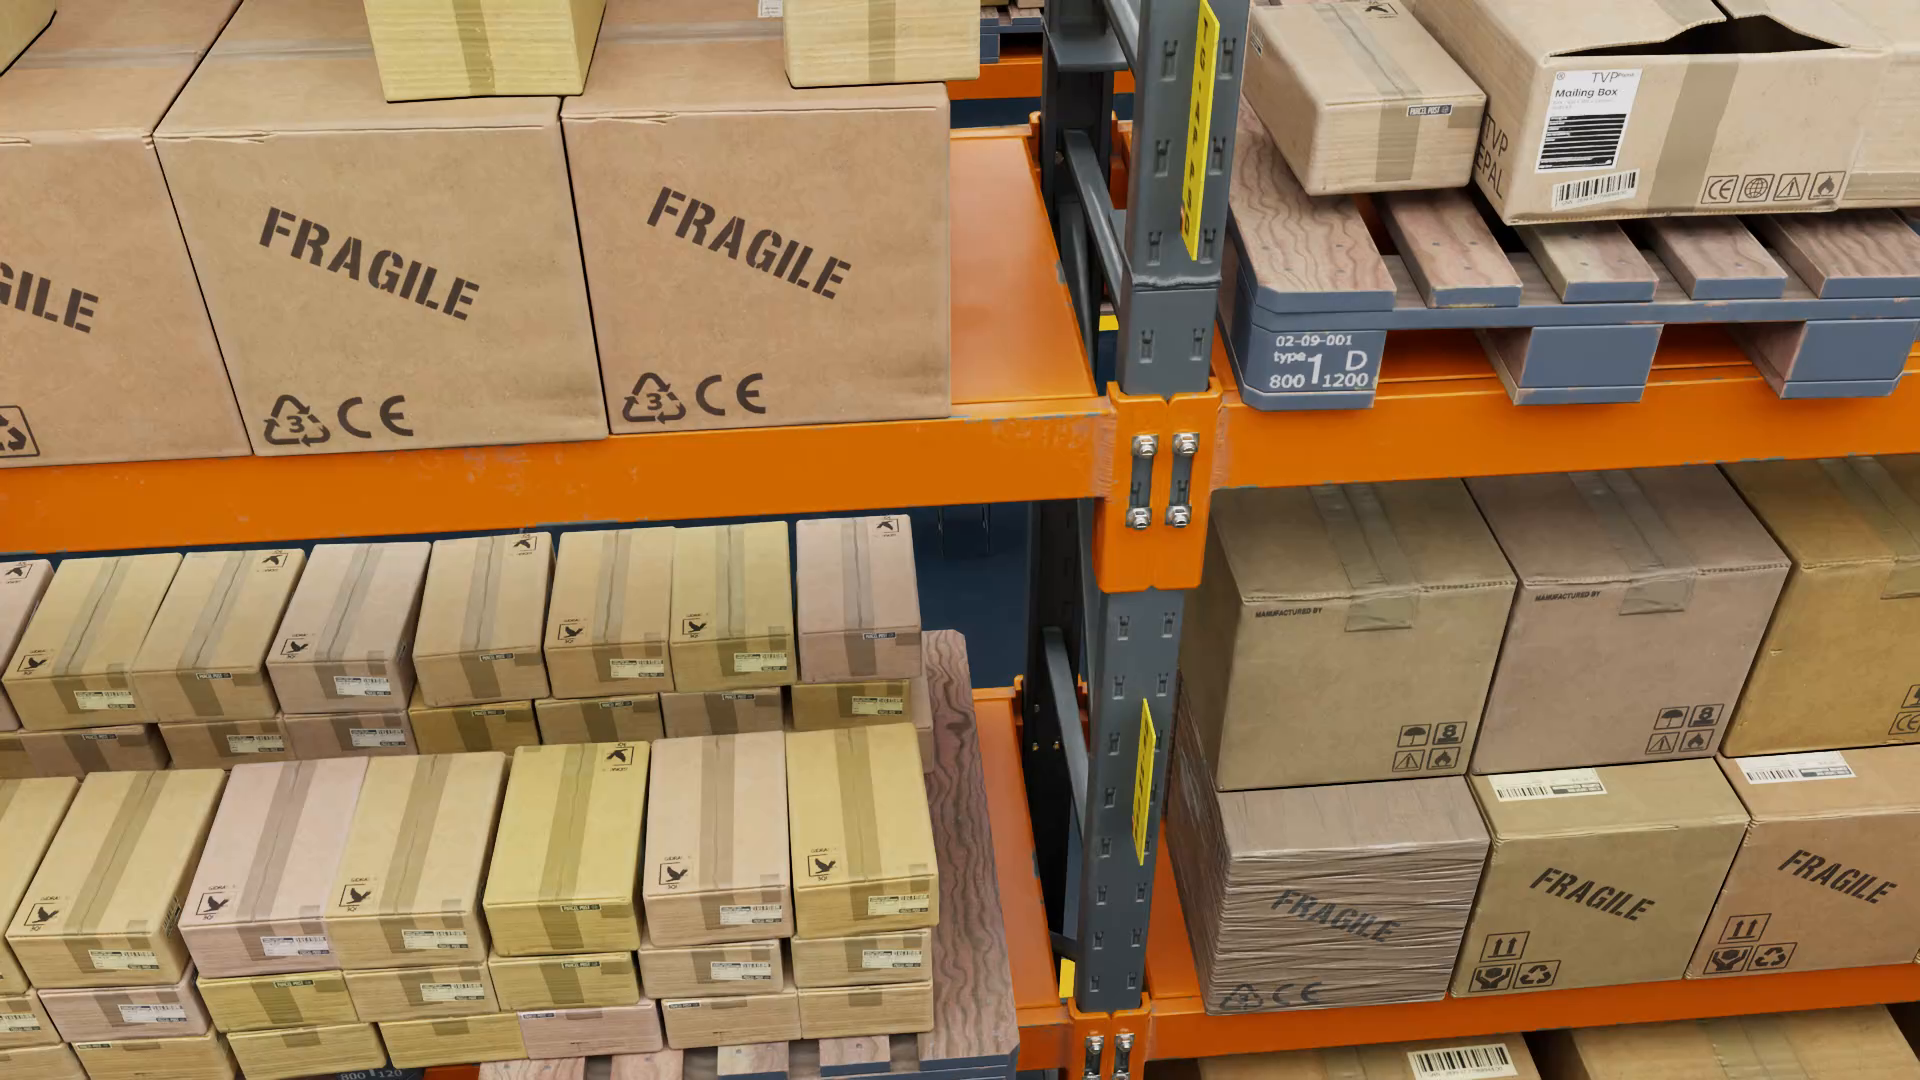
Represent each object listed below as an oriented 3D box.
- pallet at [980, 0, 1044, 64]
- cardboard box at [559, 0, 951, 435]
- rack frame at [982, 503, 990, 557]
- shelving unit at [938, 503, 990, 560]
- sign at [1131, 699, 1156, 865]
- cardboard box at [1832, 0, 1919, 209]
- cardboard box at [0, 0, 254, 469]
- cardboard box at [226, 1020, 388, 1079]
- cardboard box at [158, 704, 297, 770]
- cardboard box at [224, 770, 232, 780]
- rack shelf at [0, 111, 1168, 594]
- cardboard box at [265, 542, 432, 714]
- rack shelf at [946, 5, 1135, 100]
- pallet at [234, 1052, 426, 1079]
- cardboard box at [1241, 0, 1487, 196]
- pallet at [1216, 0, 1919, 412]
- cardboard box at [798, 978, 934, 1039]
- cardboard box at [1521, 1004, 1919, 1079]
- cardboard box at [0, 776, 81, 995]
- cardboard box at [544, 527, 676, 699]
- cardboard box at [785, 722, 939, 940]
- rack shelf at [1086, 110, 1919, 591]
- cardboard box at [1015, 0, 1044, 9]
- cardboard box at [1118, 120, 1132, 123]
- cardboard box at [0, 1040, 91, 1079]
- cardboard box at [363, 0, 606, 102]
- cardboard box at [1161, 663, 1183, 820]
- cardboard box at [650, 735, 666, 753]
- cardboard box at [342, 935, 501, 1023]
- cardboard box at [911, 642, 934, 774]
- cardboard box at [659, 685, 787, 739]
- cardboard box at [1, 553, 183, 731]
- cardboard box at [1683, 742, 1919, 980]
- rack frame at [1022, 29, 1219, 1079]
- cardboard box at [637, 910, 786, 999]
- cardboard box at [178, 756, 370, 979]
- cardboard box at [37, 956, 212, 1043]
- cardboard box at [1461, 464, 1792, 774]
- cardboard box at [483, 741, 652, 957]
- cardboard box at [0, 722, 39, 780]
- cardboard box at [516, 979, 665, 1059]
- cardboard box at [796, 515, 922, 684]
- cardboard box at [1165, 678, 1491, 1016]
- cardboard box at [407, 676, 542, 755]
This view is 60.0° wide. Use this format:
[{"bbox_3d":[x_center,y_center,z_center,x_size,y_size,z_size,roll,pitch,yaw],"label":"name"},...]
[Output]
[{"bbox_3d":[0.424,-2.563,7.731,1.003,0.211,1.213,-3,38,-4],"label":"pallet"},{"bbox_3d":[-0.283,-0.513,2.477,0.500,0.500,0.500,-3,38,-4],"label":"cardboard box"},{"bbox_3d":[0.106,-0.477,6.386,0.006,1.200,0.240,-3,38,-4],"label":"rack frame"},{"bbox_3d":[0.014,-0.472,6.379,0.189,1.200,0.258,-3,38,-4],"label":"shelving unit"},{"bbox_3d":[0.320,0.426,2.917,0.005,0.325,0.100,-3,38,-4],"label":"sign"},{"bbox_3d":[1.502,-0.739,2.545,0.500,0.250,0.500,-2,38,-3],"label":"cardboard box"},{"bbox_3d":[-1.279,-0.453,2.400,0.500,0.500,0.500,-3,38,-4],"label":"cardboard box"},{"bbox_3d":[-1.208,0.814,3.161,0.250,0.149,0.380,-5,39,-6],"label":"cardboard box"},{"bbox_3d":[-1.519,0.307,3.563,0.250,0.149,0.380,-3,38,-4],"label":"cardboard box"},{"bbox_3d":[-1.521,0.423,3.656,0.250,0.149,0.380,-3,38,-3],"label":"cardboard box"},{"bbox_3d":[-1.729,-0.270,2.830,4.000,0.370,1.077,-3,38,-4],"label":"rack shelf"},{"bbox_3d":[-1.260,0.179,3.485,0.250,0.149,0.380,-1,38,-2],"label":"cardboard box"},{"bbox_3d":[1.716,-2.360,7.901,4.000,0.370,1.077,-3,38,-4],"label":"rack shelf"},{"bbox_3d":[-1.705,0.725,3.565,1.213,0.211,1.003,-3,38,-4],"label":"pallet"},{"bbox_3d":[0.610,-0.687,2.561,0.250,0.149,0.380,-5,39,-6],"label":"cardboard box"},{"bbox_3d":[0.900,-0.656,2.891,1.003,0.211,1.213,-1,38,-2],"label":"pallet"},{"bbox_3d":[-0.188,0.760,3.229,0.250,0.149,0.380,-3,38,-3],"label":"cardboard box"},{"bbox_3d":[1.748,1.206,4.277,0.750,0.750,1.050,-3,38,-3],"label":"cardboard box"},{"bbox_3d":[-1.732,0.609,2.940,0.250,0.149,0.380,-2,38,-3],"label":"cardboard box"},{"bbox_3d":[-0.727,0.149,3.524,0.250,0.149,0.380,-3,38,-4],"label":"cardboard box"},{"bbox_3d":[-0.185,0.525,3.046,0.250,0.149,0.380,-5,39,-6],"label":"cardboard box"},{"bbox_3d":[2.255,-0.489,3.108,4.000,0.370,1.077,-3,38,-4],"label":"rack shelf"},{"bbox_3d":[0.349,-2.497,7.357,0.250,0.149,0.380,-5,39,-7],"label":"cardboard box"},{"bbox_3d":[1.022,-1.737,8.312,0.625,0.372,0.950,-4,38,-5],"label":"cardboard box"},{"bbox_3d":[-1.737,0.844,3.122,0.250,0.149,0.380,-5,39,-6],"label":"cardboard box"},{"bbox_3d":[-0.626,-0.782,2.199,0.258,0.266,0.396,-3,38,-4],"label":"cardboard box"},{"bbox_3d":[0.688,0.286,3.885,0.500,0.500,0.500,-3,38,-4],"label":"cardboard box"},{"bbox_3d":[-0.737,0.379,3.712,0.250,0.149,0.380,-1,38,-2],"label":"cardboard box"},{"bbox_3d":[-0.966,0.686,3.083,0.250,0.149,0.380,-3,38,-4],"label":"cardboard box"},{"bbox_3d":[-0.201,0.349,3.750,0.250,0.149,0.380,-4,38,-5],"label":"cardboard box"},{"bbox_3d":[-0.506,0.251,3.634,0.250,0.149,0.380,-1,38,-2],"label":"cardboard box"},{"bbox_3d":[-1.772,0.206,3.451,0.250,0.149,0.380,-4,38,-5],"label":"cardboard box"},{"bbox_3d":[1.743,0.561,3.537,0.500,0.500,0.500,-3,38,-4],"label":"cardboard box"},{"bbox_3d":[0.263,0.515,3.675,0.127,3.000,1.000,-3,38,-4],"label":"rack frame"},{"bbox_3d":[-0.455,0.656,3.120,0.250,0.149,0.380,-2,38,-2],"label":"cardboard box"},{"bbox_3d":[-1.202,0.579,2.978,0.250,0.149,0.380,-3,38,-4],"label":"cardboard box"},{"bbox_3d":[-1.473,0.713,3.049,0.250,0.149,0.380,-2,38,-3],"label":"cardboard box"},{"bbox_3d":[1.215,0.037,3.394,0.500,0.500,0.700,-4,38,-5],"label":"cardboard box"},{"bbox_3d":[-0.696,0.552,3.012,0.250,0.149,0.380,-2,38,-3],"label":"cardboard box"},{"bbox_3d":[-2.030,0.334,3.529,0.250,0.149,0.380,-3,38,-4],"label":"cardboard box"},{"bbox_3d":[-0.691,0.787,3.195,0.250,0.149,0.380,-3,38,-3],"label":"cardboard box"},{"bbox_3d":[-0.219,0.122,3.558,0.250,0.149,0.380,-3,38,-4],"label":"cardboard box"},{"bbox_3d":[0.734,0.618,3.464,0.500,0.500,0.500,-3,38,-3],"label":"cardboard box"},{"bbox_3d":[-1.023,0.282,3.595,0.250,0.149,0.380,-3,38,-4],"label":"cardboard box"}]
